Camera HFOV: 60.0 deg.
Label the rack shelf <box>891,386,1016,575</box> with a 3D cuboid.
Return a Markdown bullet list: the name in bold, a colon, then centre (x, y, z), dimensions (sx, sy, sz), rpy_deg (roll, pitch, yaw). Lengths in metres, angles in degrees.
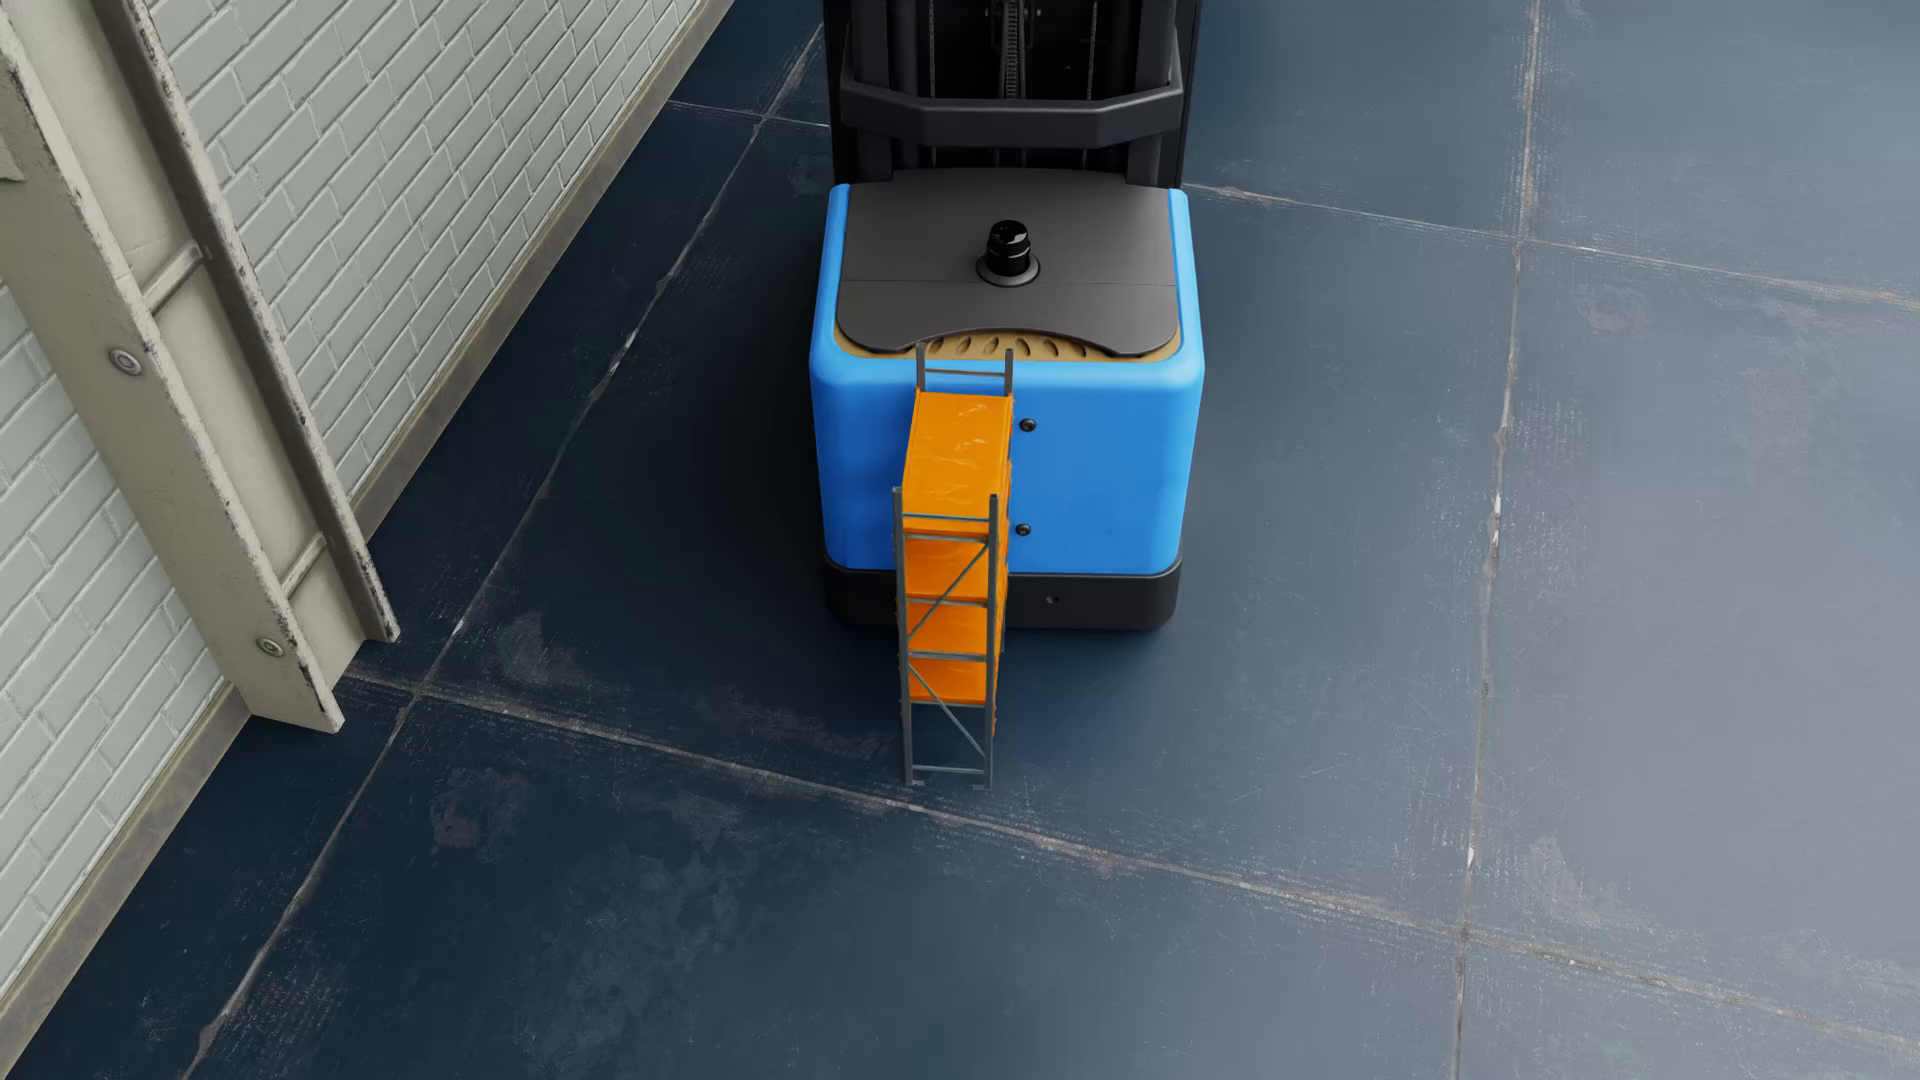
- **rack shelf**: centre (-0.010, -0.152, 4.059), dimensions (0.258, 0.148, 0.480), rpy_deg (4, 49, 3)

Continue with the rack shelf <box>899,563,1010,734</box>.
- **rack shelf**: centre (-0.010, 0.284, 4.553), dimensions (0.258, 0.148, 0.480), rpy_deg (4, 49, 3)

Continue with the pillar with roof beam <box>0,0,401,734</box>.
- **pillar with roof beam**: centre (2.270, -1.747, 0.790), dimensions (9.100, 9.000, 0.400), rpy_deg (12, 50, 10)

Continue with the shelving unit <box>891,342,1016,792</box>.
- **shelving unit**: centre (-0.010, 0.108, 4.354), dimensions (0.258, 1.200, 0.503), rpy_deg (4, 49, 3)

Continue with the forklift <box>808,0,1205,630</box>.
- **forklift**: centre (0.155, -1.798, 4.882), dimensions (1.130, 2.935, 3.031), rpy_deg (1, 49, 1)

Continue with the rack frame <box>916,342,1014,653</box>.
- **rack frame**: centre (0.012, -0.074, 4.515), dimensions (0.240, 1.200, 0.015), rpy_deg (4, 49, 3)

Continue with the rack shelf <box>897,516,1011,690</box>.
- **rack shelf**: centre (-0.010, 0.153, 4.405), dimensions (0.258, 0.148, 0.480), rpy_deg (4, 49, 3)

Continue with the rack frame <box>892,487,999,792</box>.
- **rack frame**: centre (-0.032, 0.291, 4.193), dimensions (0.240, 1.200, 0.015), rpy_deg (4, 49, 3)

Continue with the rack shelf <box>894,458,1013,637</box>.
- **rack shelf**: centre (-0.010, 0.005, 4.237), dimensions (0.258, 0.148, 0.480), rpy_deg (4, 49, 3)
